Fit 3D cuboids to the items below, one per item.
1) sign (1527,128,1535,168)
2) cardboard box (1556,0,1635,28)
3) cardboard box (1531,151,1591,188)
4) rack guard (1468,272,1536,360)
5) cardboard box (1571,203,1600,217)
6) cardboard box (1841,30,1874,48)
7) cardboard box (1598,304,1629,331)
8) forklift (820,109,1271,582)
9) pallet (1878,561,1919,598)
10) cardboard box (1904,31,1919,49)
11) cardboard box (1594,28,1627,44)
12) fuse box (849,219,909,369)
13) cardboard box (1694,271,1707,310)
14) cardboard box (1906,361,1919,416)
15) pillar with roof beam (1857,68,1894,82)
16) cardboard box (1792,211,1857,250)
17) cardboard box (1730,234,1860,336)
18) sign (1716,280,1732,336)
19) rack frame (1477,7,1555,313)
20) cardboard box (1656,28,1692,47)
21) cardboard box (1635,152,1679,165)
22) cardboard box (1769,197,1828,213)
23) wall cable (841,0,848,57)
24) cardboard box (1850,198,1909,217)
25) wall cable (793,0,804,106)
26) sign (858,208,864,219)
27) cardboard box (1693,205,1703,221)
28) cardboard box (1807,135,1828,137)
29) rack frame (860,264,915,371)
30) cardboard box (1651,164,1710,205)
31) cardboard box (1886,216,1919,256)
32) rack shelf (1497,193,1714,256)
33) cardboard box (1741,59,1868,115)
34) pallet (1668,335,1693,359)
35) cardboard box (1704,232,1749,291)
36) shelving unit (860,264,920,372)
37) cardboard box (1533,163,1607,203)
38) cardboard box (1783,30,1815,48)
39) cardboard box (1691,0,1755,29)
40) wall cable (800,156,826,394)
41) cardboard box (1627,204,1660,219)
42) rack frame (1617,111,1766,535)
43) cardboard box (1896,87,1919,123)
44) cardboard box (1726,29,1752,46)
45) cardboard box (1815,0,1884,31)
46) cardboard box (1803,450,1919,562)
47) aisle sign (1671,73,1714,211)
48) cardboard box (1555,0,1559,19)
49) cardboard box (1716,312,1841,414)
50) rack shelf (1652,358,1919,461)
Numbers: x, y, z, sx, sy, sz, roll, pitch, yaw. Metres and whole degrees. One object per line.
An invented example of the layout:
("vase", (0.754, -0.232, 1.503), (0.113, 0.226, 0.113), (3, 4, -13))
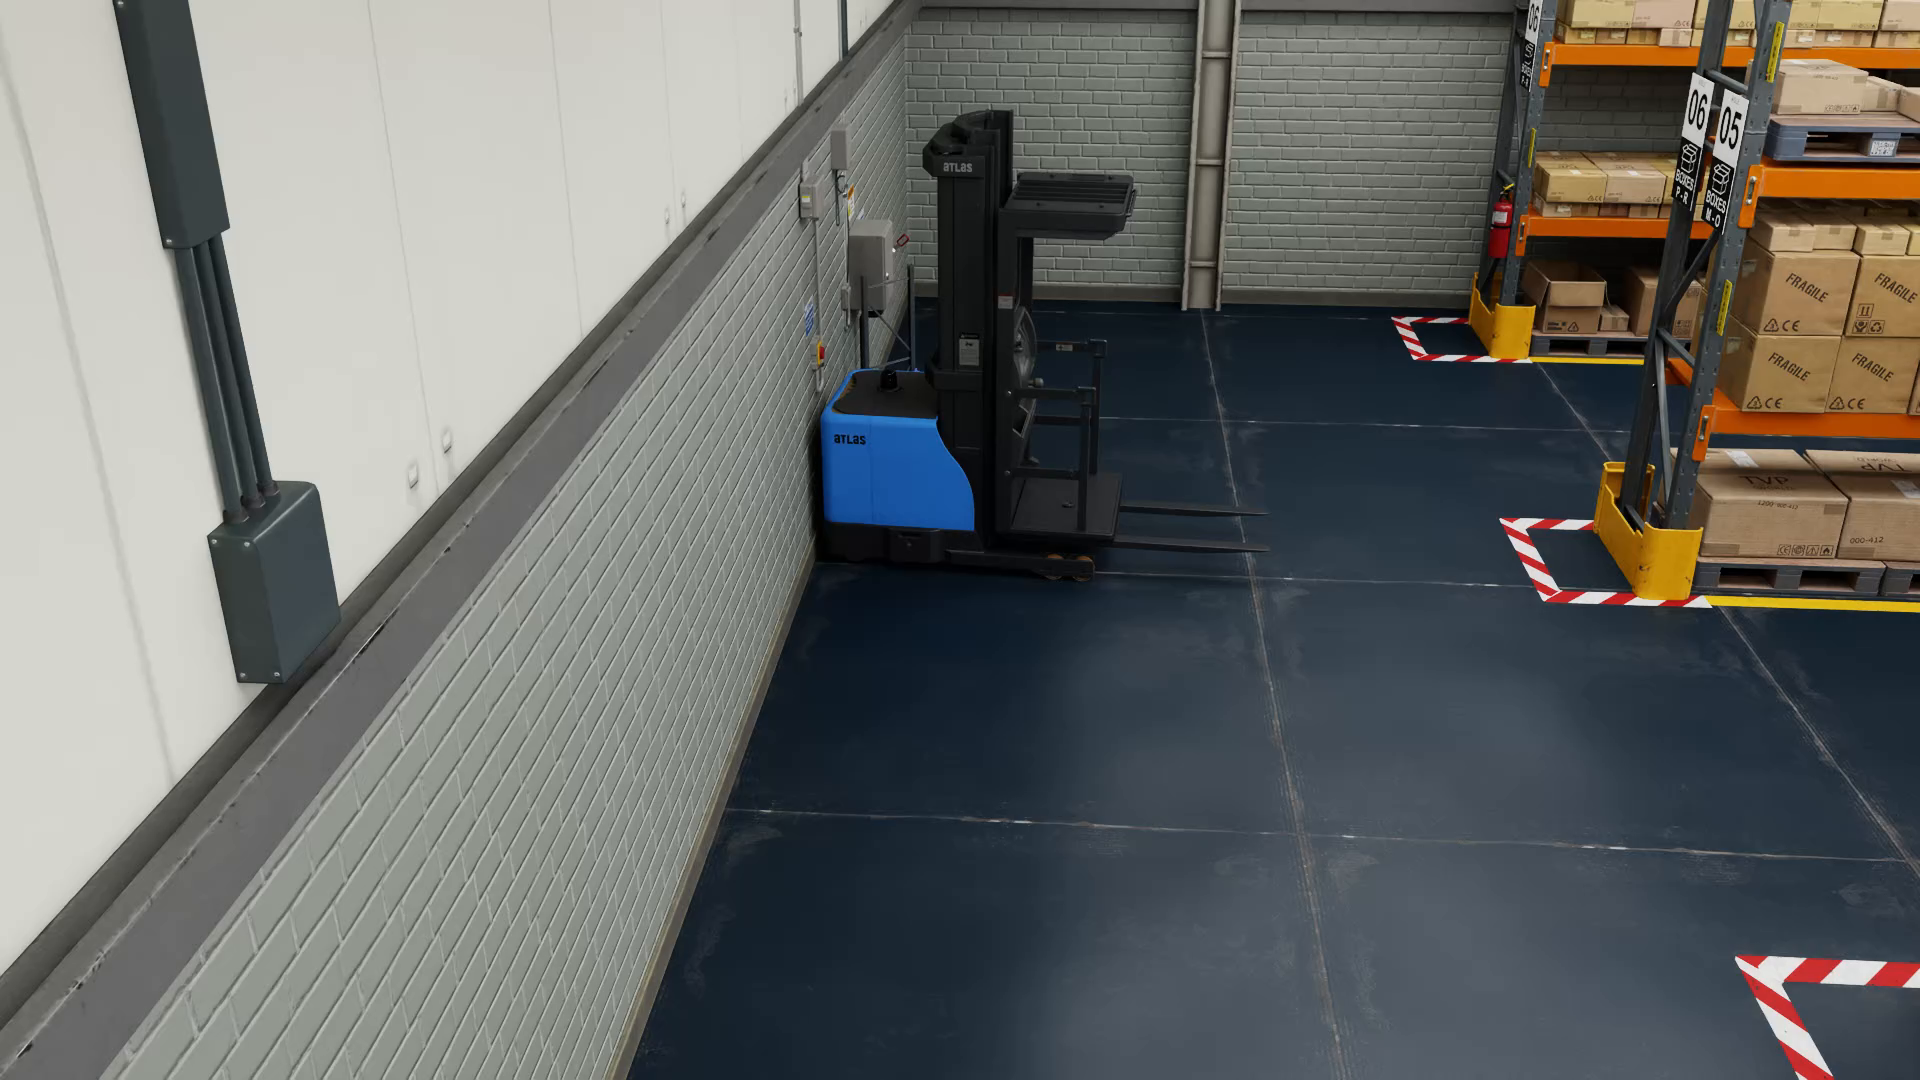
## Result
("sign", (5.021, -3.448, 14.619), (0.005, 0.325, 0.100), (2, 25, 4))
("cardboard box", (5.484, -4.582, 14.355), (0.500, 0.250, 0.500), (2, 25, 3))
("cardboard box", (5.541, -3.444, 15.469), (0.500, 0.250, 0.500), (3, 25, 6))
("rack guard", (5.138, -2.143, 15.808), (0.348, 0.500, 1.175), (2, 25, 4))
("cardboard box", (5.626, -3.053, 15.097), (0.250, 0.149, 0.380), (2, 25, 5))
("cardboard box", (7.650, -4.341, 14.309), (0.250, 0.149, 0.380), (3, 25, 6))
("cardboard box", (6.086, -2.087, 15.606), (0.250, 0.149, 0.380), (1, 25, 2))
("forklift", (0.619, -1.292, 11.052), (3.031, 2.935, 1.130), (4, 25, 8))
("pallet", (6.702, 0.088, 11.306), (1.213, 0.211, 1.003), (2, 25, 4))
("cardboard box", (8.159, -4.311, 14.242), (0.250, 0.149, 0.380), (3, 25, 6))
("cardboard box", (5.626, -4.425, 14.489), (0.250, 0.149, 0.380), (2, 25, 5))
("fuse box", (-0.632, -1.668, 13.328), (0.414, 1.711, 0.539), (2, 25, 4))
("cardboard box", (7.034, -2.175, 15.376), (0.500, 0.500, 0.500), (2, 25, 5))
("cardboard box", (6.155, -1.094, 10.419), (0.500, 0.500, 0.500), (2, 25, 4))
("pillar with roof beam", (8.096, -4.482, 10.724), (0.400, 9.000, 9.100), (2, 25, 4))
("cardboard box", (5.286, -1.901, 10.200), (0.250, 0.149, 0.380), (2, 25, 5))
("cardboard box", (5.143, -1.577, 10.274), (0.500, 0.500, 0.500), (1, 25, 3))
("sign", (4.638, -1.410, 10.095), (0.005, 0.325, 0.100), (2, 25, 4))
("rack frame", (5.062, -3.281, 15.291), (0.127, 3.000, 1.000), (2, 25, 4))
("cardboard box", (6.121, -4.358, 14.346), (0.250, 0.149, 0.380), (2, 25, 5))
("cardboard box", (6.549, -3.409, 15.393), (0.500, 0.250, 0.500), (3, 25, 6))
("cardboard box", (5.314, -2.080, 10.590), (0.250, 0.149, 0.380), (2, 25, 5))
("wall cable", (-0.696, -5.492, 12.875), (0.133, 3.039, 2.988), (2, 25, 4))
("cardboard box", (5.826, -2.082, 10.594), (0.250, 0.149, 0.380), (2, 25, 5))
("wall cable", (-1.007, -4.002, 9.681), (0.029, 3.000, 0.463), (2, 25, 4))
("sign", (-0.800, -2.423, 13.540), (0.001, 0.494, 0.329), (2, 25, 4))
("cardboard box", (6.650, -2.980, 14.938), (0.250, 0.149, 0.380), (1, 25, 2))
("cardboard box", (7.586, -3.719, 15.170), (0.500, 0.500, 0.500), (1, 25, 3))
("rack frame", (-0.550, -1.371, 12.935), (0.500, 1.500, 0.032), (-20, 31, -37))
("cardboard box", (6.503, -3.190, 14.918), (0.500, 0.250, 0.500), (1, 25, 3))
("cardboard box", (5.800, -1.844, 10.076), (0.250, 0.149, 0.380), (1, 25, 2))
("rack shelf", (7.057, -2.890, 15.303), (4.000, 0.370, 1.077), (2, 25, 4))
("cardboard box", (5.142, -2.766, 10.141), (0.500, 0.250, 0.500), (0, 25, -1))
("pallet", (7.146, -1.946, 15.727), (1.213, 0.211, 1.003), (2, 25, 4))
("cardboard box", (5.185, -1.795, 10.747), (0.500, 0.500, 0.500), (3, 25, 6))
("shelving unit", (-0.215, -1.211, 12.587), (0.538, 1.500, 1.048), (-20, 31, -37))
("cardboard box", (5.494, -3.221, 14.985), (0.500, 0.250, 0.500), (2, 25, 4))
("cardboard box", (7.132, -4.327, 14.276), (0.250, 0.149, 0.380), (2, 25, 5))
("cardboard box", (6.502, -4.553, 14.291), (0.500, 0.250, 0.500), (1, 25, 2))
("wall cable", (-0.938, -1.858, 10.947), (0.123, 1.953, 0.585), (2, 25, 4))
("cardboard box", (6.138, -3.025, 15.037), (0.250, 0.149, 0.380), (3, 25, 6))
("rack frame", (4.686, -1.212, 10.795), (0.127, 3.000, 1.000), (2, 25, 4))
("cardboard box", (5.753, -2.566, 9.828), (0.250, 0.149, 0.380), (3, 25, 6))
("cardboard box", (6.634, -4.371, 14.373), (0.250, 0.149, 0.380), (2, 25, 3))
("cardboard box", (7.521, -4.527, 14.235), (0.500, 0.250, 0.500), (2, 25, 5))
("cardboard box", (6.265, -0.233, 11.231), (0.875, 0.438, 0.875), (2, 25, 5))
("aisle sign", (4.638, -2.524, 10.537), (0.004, 0.787, 0.394), (2, 25, 4))
("cardboard box", (5.527, -4.809, 14.849), (0.500, 0.250, 0.500), (1, 25, 3))
("cardboard box", (5.143, -1.122, 10.481), (0.500, 0.500, 0.500), (2, 25, 4))
("rack shelf", (6.680, -0.821, 10.806), (4.000, 0.370, 1.077), (2, 25, 4))
